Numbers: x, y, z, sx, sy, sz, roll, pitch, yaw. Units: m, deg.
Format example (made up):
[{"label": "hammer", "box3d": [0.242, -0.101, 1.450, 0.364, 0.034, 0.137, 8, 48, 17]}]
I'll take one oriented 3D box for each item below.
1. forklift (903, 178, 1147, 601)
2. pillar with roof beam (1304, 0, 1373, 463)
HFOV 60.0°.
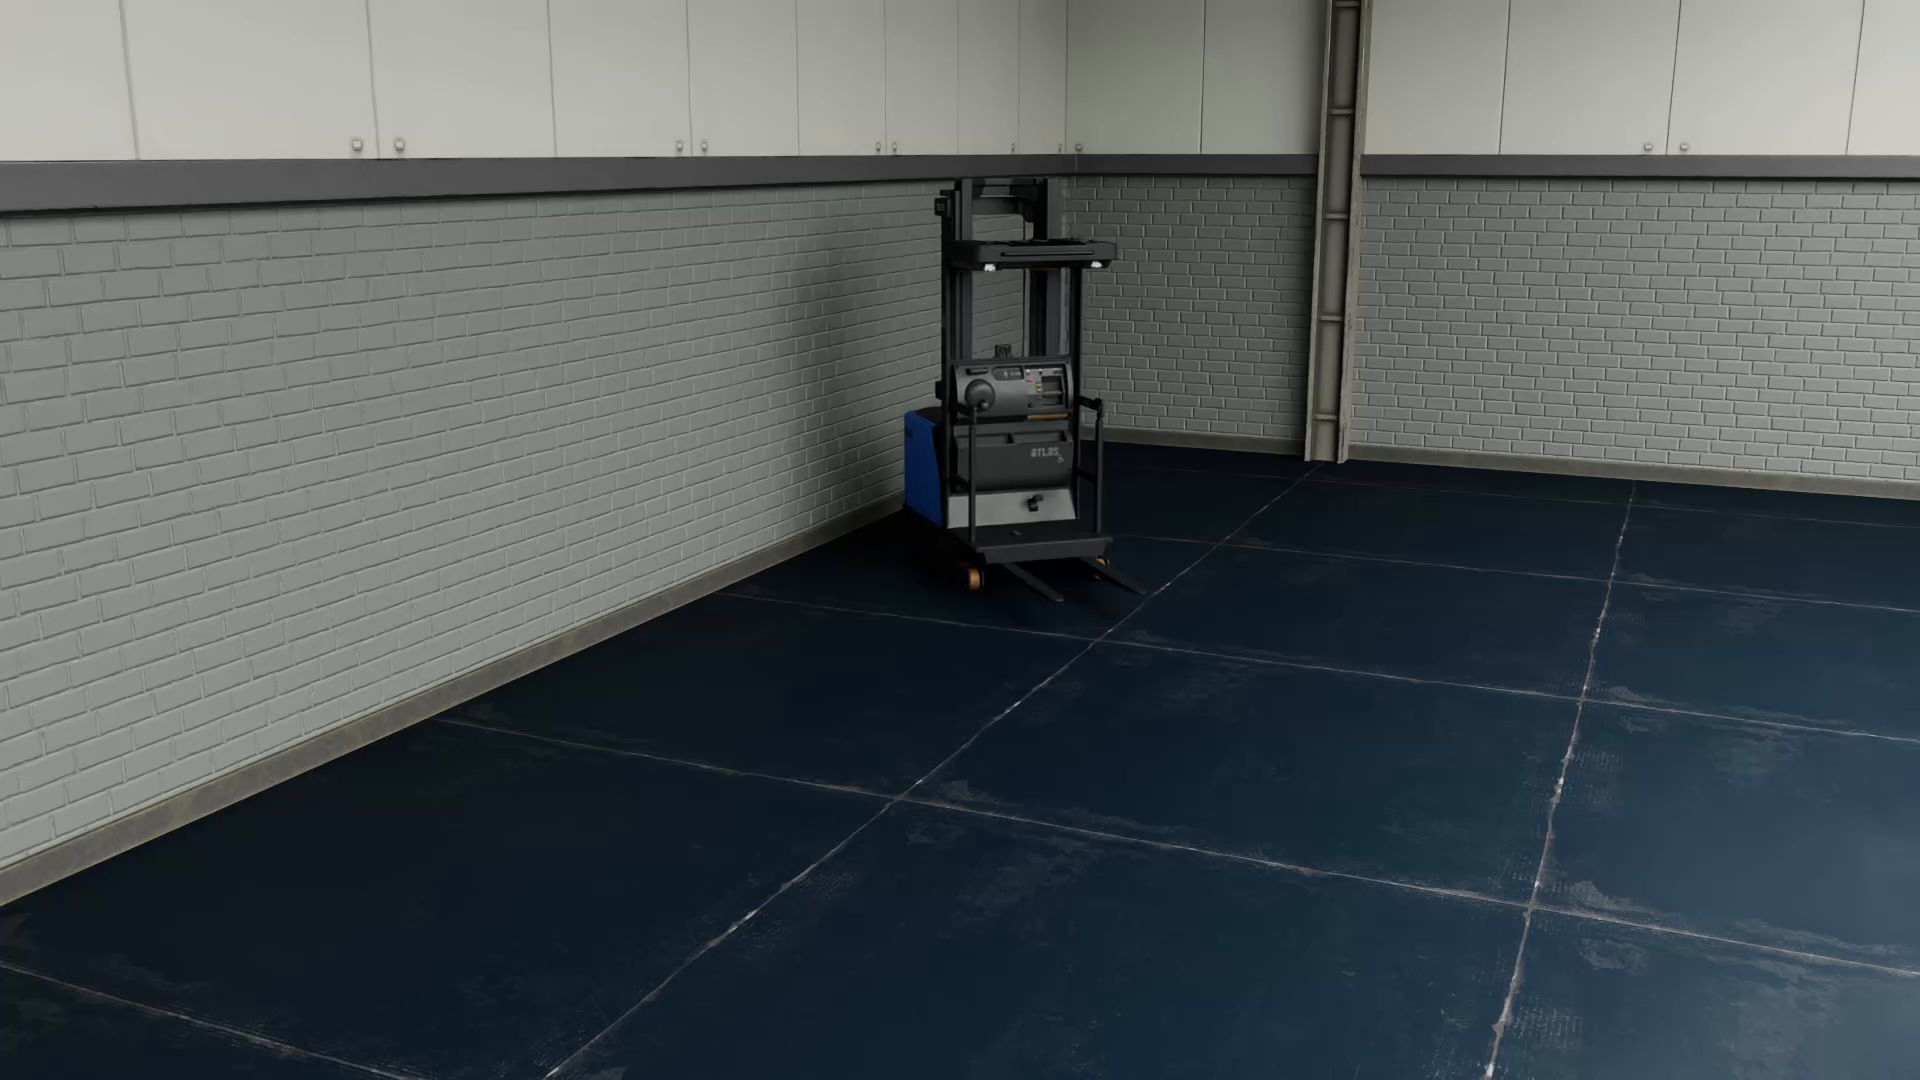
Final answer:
[{"label": "forklift", "box3d": [0.474, -1.160, 12.282, 1.130, 2.935, 3.031, -4, 14, -18]}, {"label": "pillar with roof beam", "box3d": [2.073, -4.322, 12.475, 0.400, 9.000, 9.100, 6, 14, 23]}]
